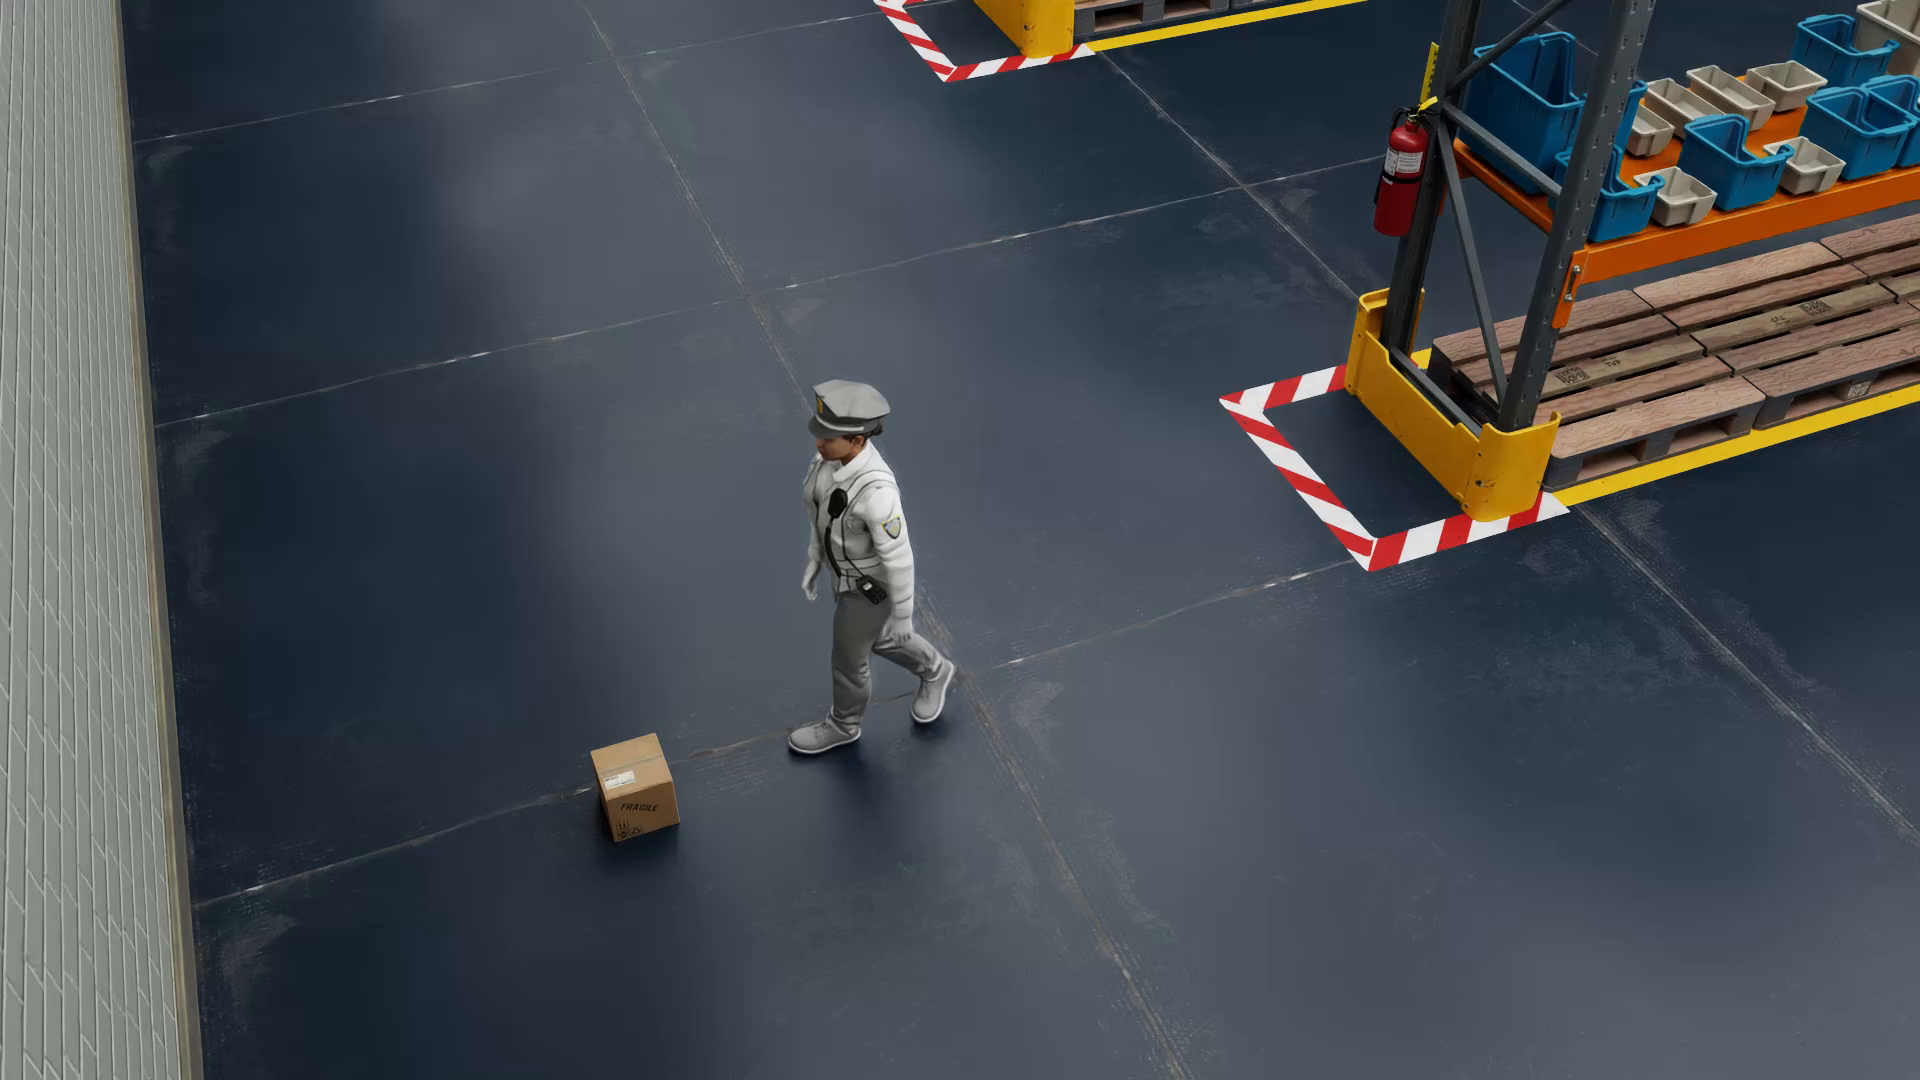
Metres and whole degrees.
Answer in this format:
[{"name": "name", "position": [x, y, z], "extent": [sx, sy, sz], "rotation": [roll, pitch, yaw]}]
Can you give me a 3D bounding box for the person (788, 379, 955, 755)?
[{"name": "person", "position": [-0.321, 0.130, 5.993], "extent": [0.712, 1.670, 0.508], "rotation": [-14, 44, -15]}]
